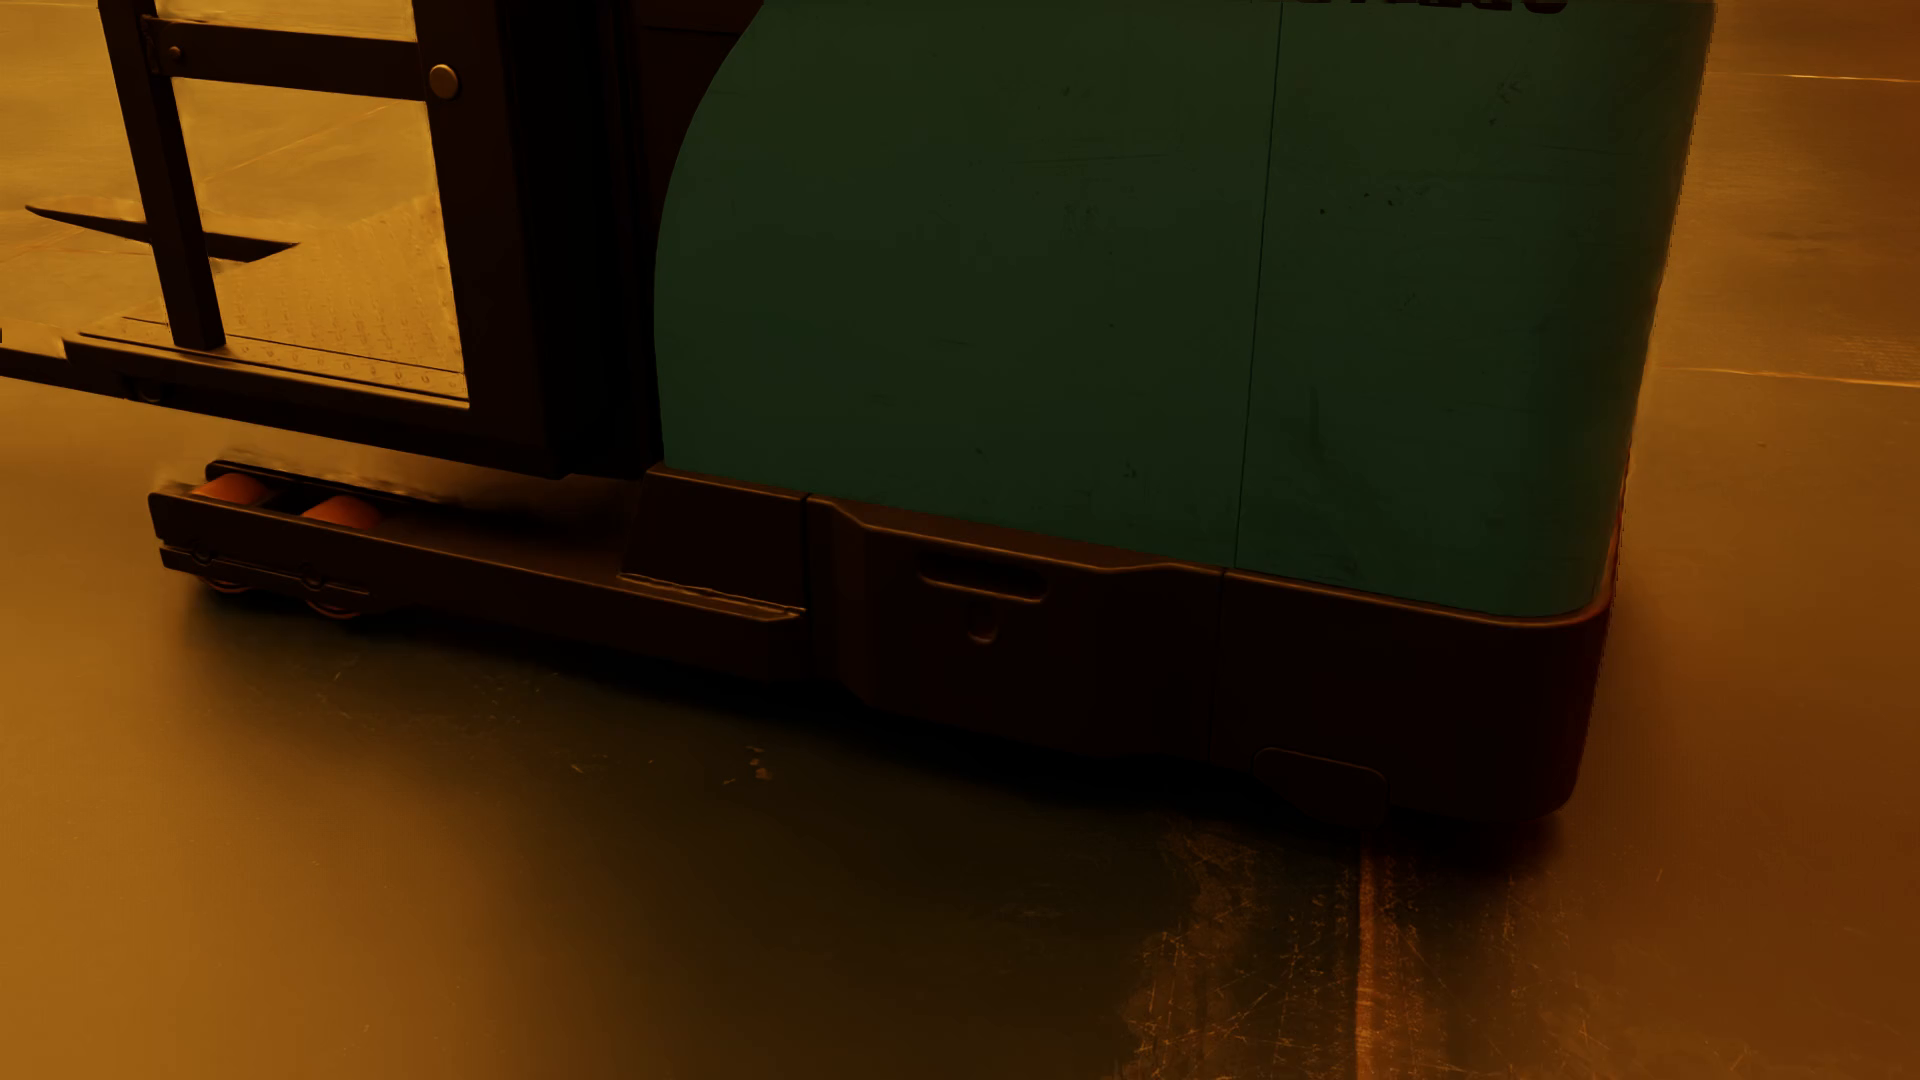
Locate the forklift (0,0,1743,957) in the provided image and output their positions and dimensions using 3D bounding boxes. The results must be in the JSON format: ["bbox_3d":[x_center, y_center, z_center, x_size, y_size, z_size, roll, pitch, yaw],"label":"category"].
[{"bbox_3d":[-0.489,-1.167,1.559,3.031,2.935,1.130,-15,30,-27],"label":"forklift"}]
